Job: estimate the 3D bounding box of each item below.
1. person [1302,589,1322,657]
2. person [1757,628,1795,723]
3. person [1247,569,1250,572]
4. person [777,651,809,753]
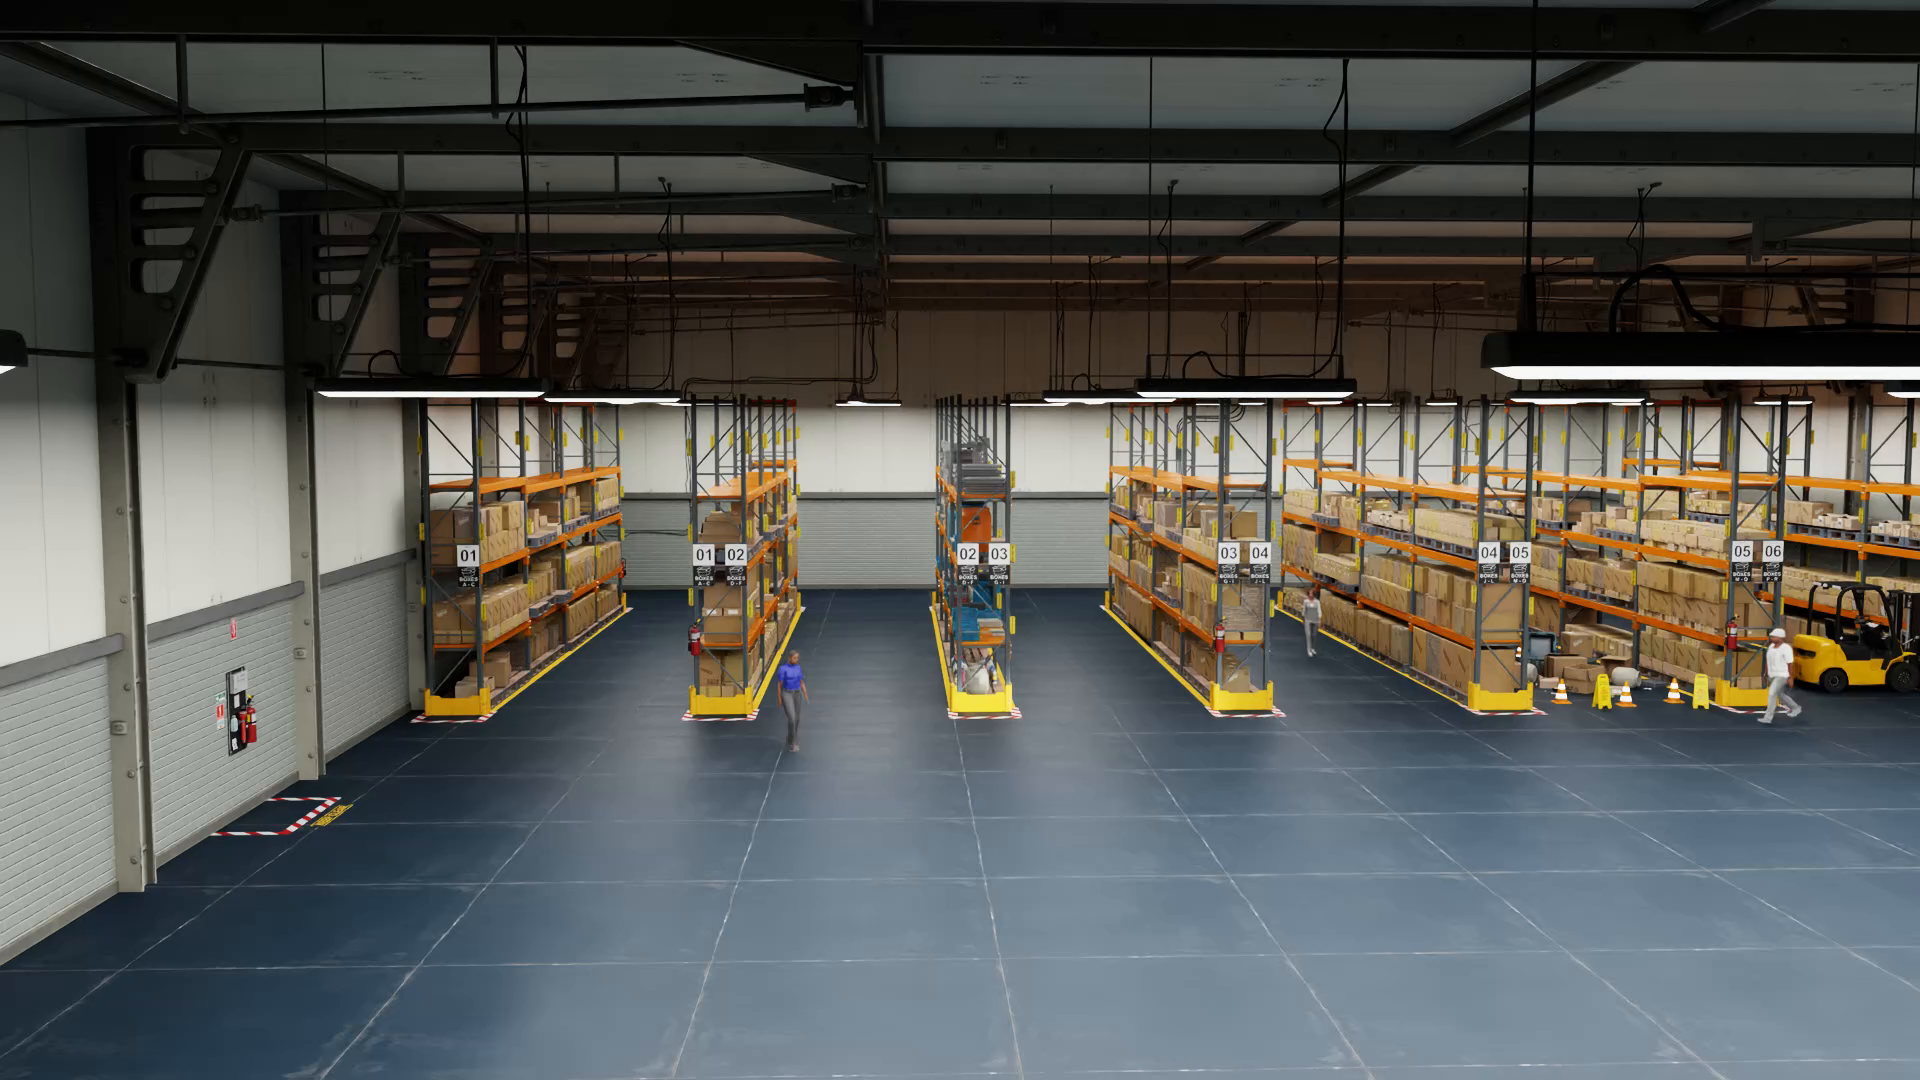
[{"bbox_3d":[8.131,1.908,38.417,0.447,1.553,0.870,1,5,13],"label":"person"},{"bbox_3d":[14.891,2.461,30.310,0.867,1.742,0.587,-1,5,-12],"label":"person"},{"bbox_3d":[8.800,0.911,49.961,0.609,1.751,1.045,2,5,22],"label":"person"},{"bbox_3d":[-2.732,2.708,28.034,0.675,1.652,0.471,4,6,40],"label":"person"}]
